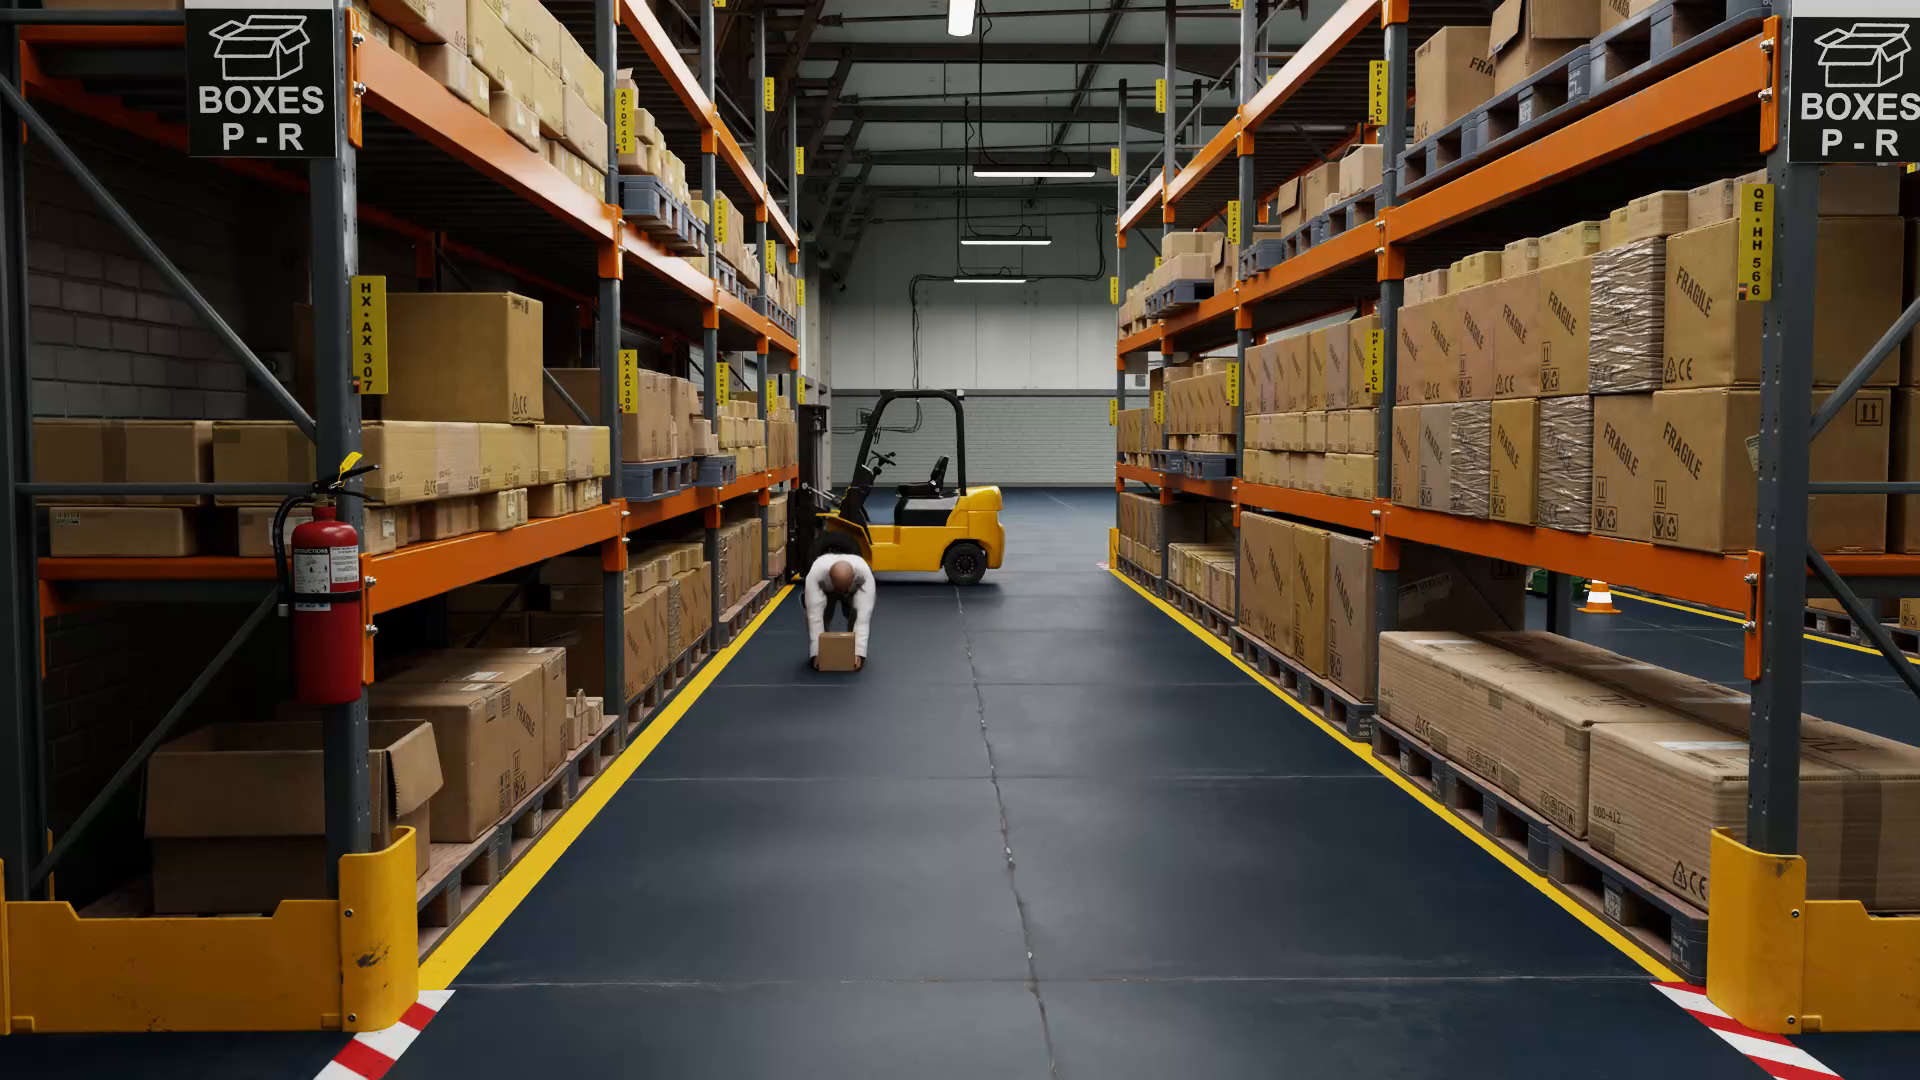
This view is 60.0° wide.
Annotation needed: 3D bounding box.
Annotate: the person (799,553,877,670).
[{"bbox_3d":[-0.891,0.506,12.113,0.572,0.816,0.941,0,4,-2],"label":"person"}]
